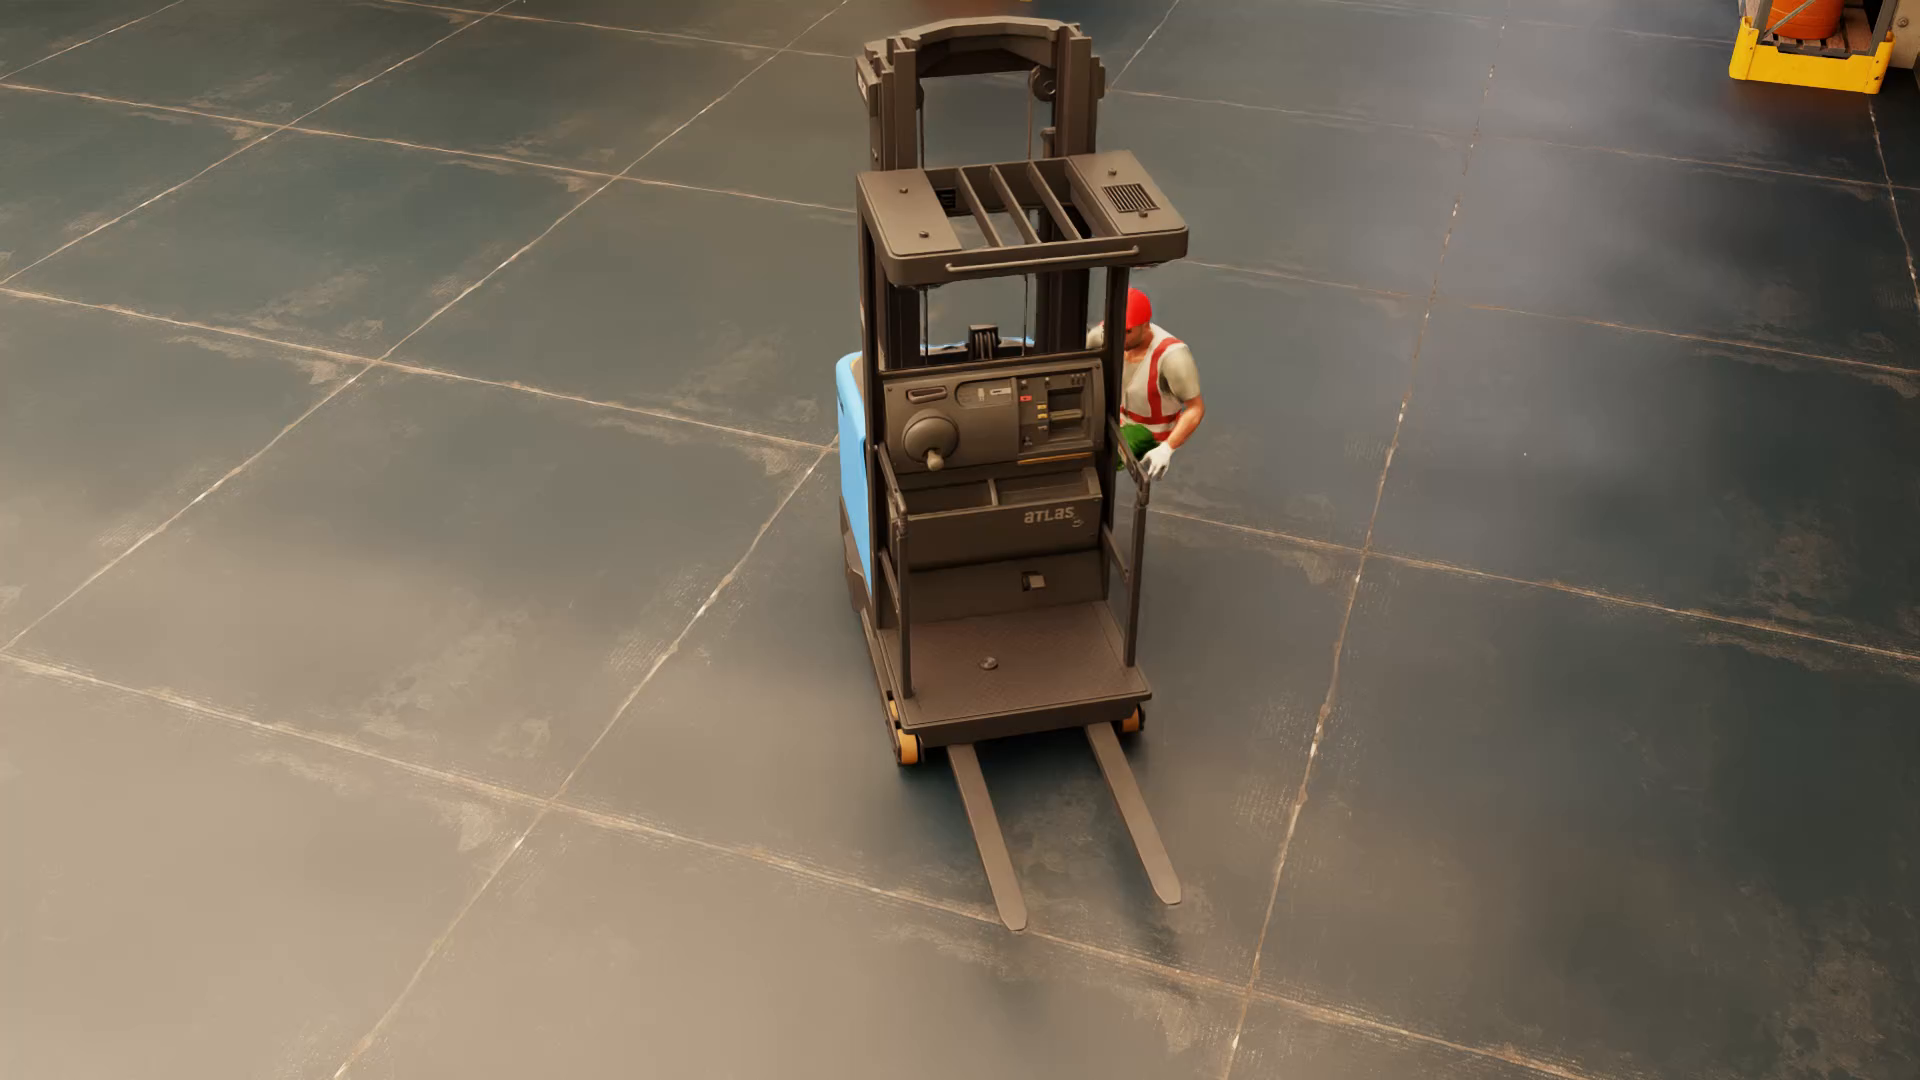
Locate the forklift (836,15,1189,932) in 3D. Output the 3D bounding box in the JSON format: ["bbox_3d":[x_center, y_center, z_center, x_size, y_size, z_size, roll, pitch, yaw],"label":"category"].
[{"bbox_3d":[0.196,-0.452,6.748,1.130,2.935,3.031,-7,36,-10],"label":"forklift"}]

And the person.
[{"bbox_3d":[0.700,-0.463,8.042,0.787,1.553,0.897,23,41,29],"label":"person"}]
